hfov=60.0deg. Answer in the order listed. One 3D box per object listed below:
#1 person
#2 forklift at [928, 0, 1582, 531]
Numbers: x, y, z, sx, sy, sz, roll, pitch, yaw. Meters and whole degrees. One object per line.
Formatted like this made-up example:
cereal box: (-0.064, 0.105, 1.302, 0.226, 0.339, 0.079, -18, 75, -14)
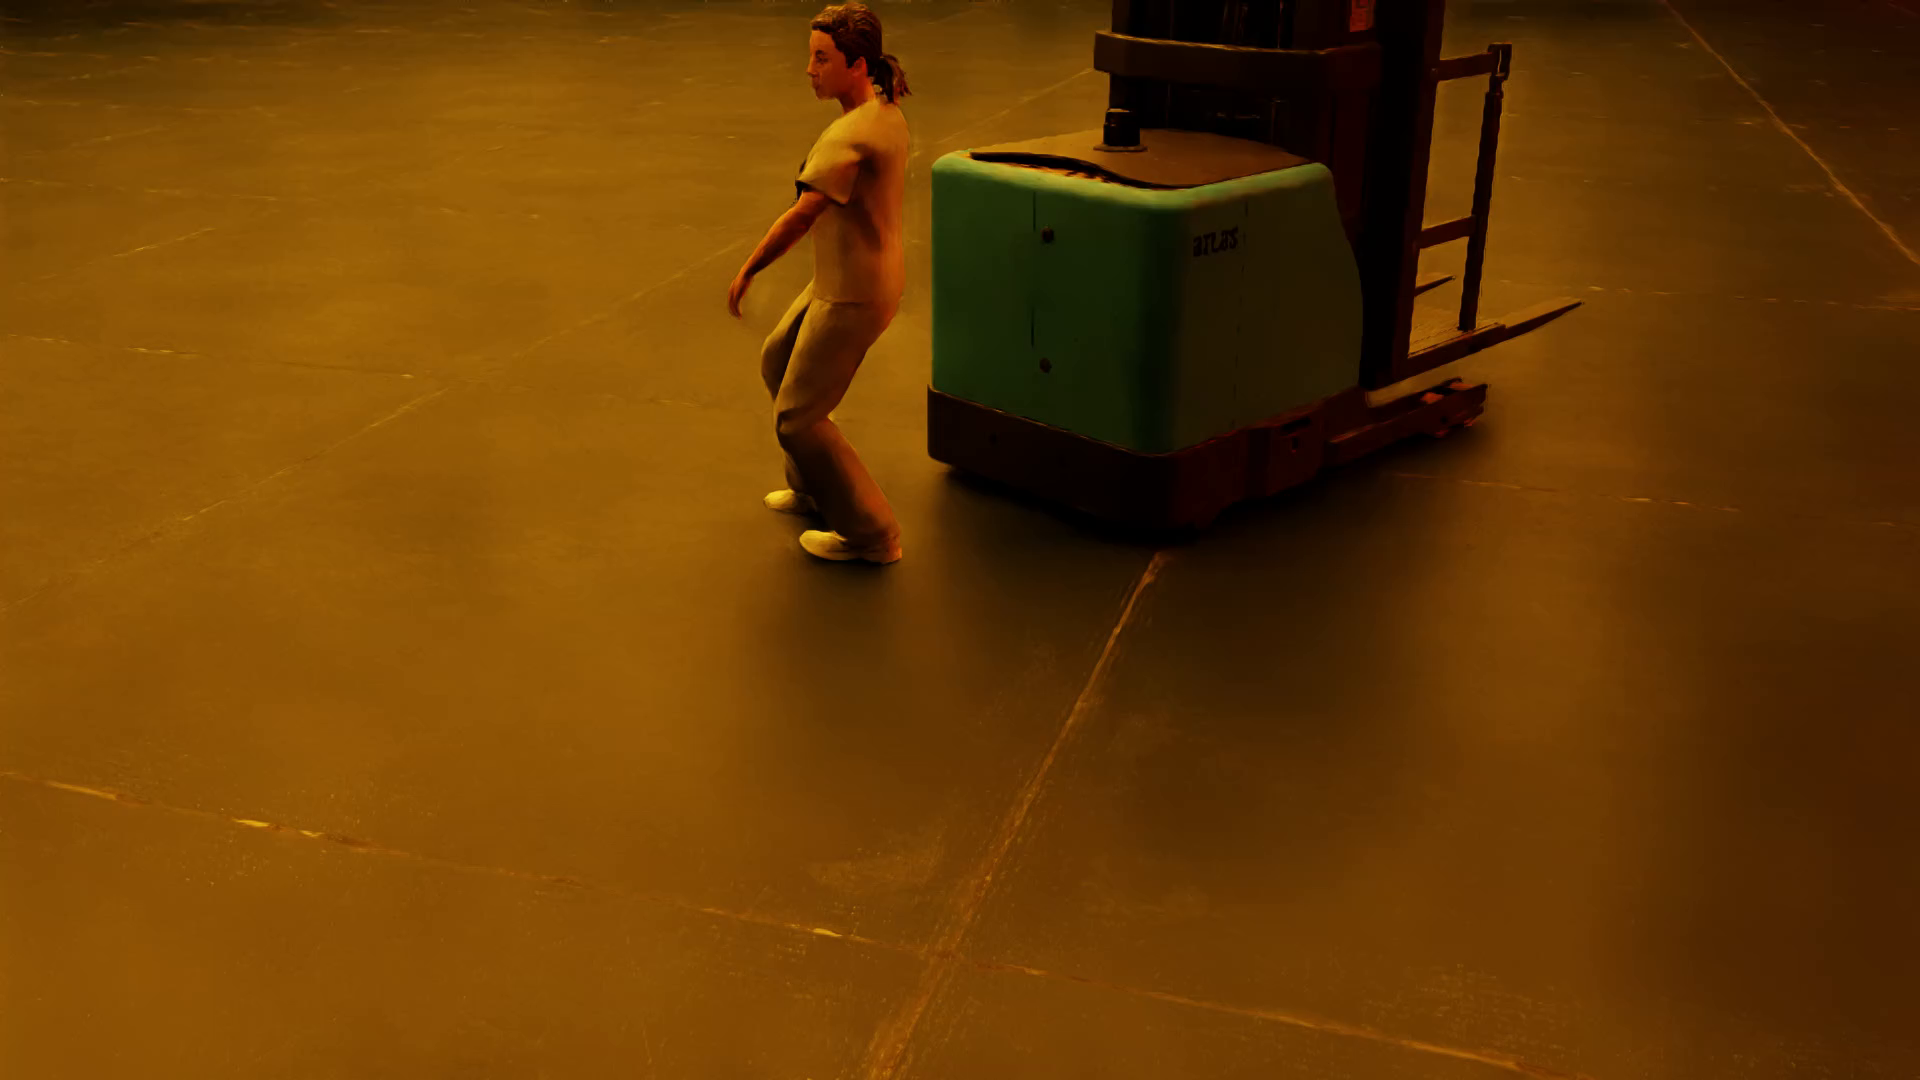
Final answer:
person: (-0.391, -0.743, 4.875, 0.552, 1.604, 0.738, 3, 23, 7)
forklift: (1.298, -1.846, 5.751, 3.031, 2.935, 1.130, -20, 30, -40)
